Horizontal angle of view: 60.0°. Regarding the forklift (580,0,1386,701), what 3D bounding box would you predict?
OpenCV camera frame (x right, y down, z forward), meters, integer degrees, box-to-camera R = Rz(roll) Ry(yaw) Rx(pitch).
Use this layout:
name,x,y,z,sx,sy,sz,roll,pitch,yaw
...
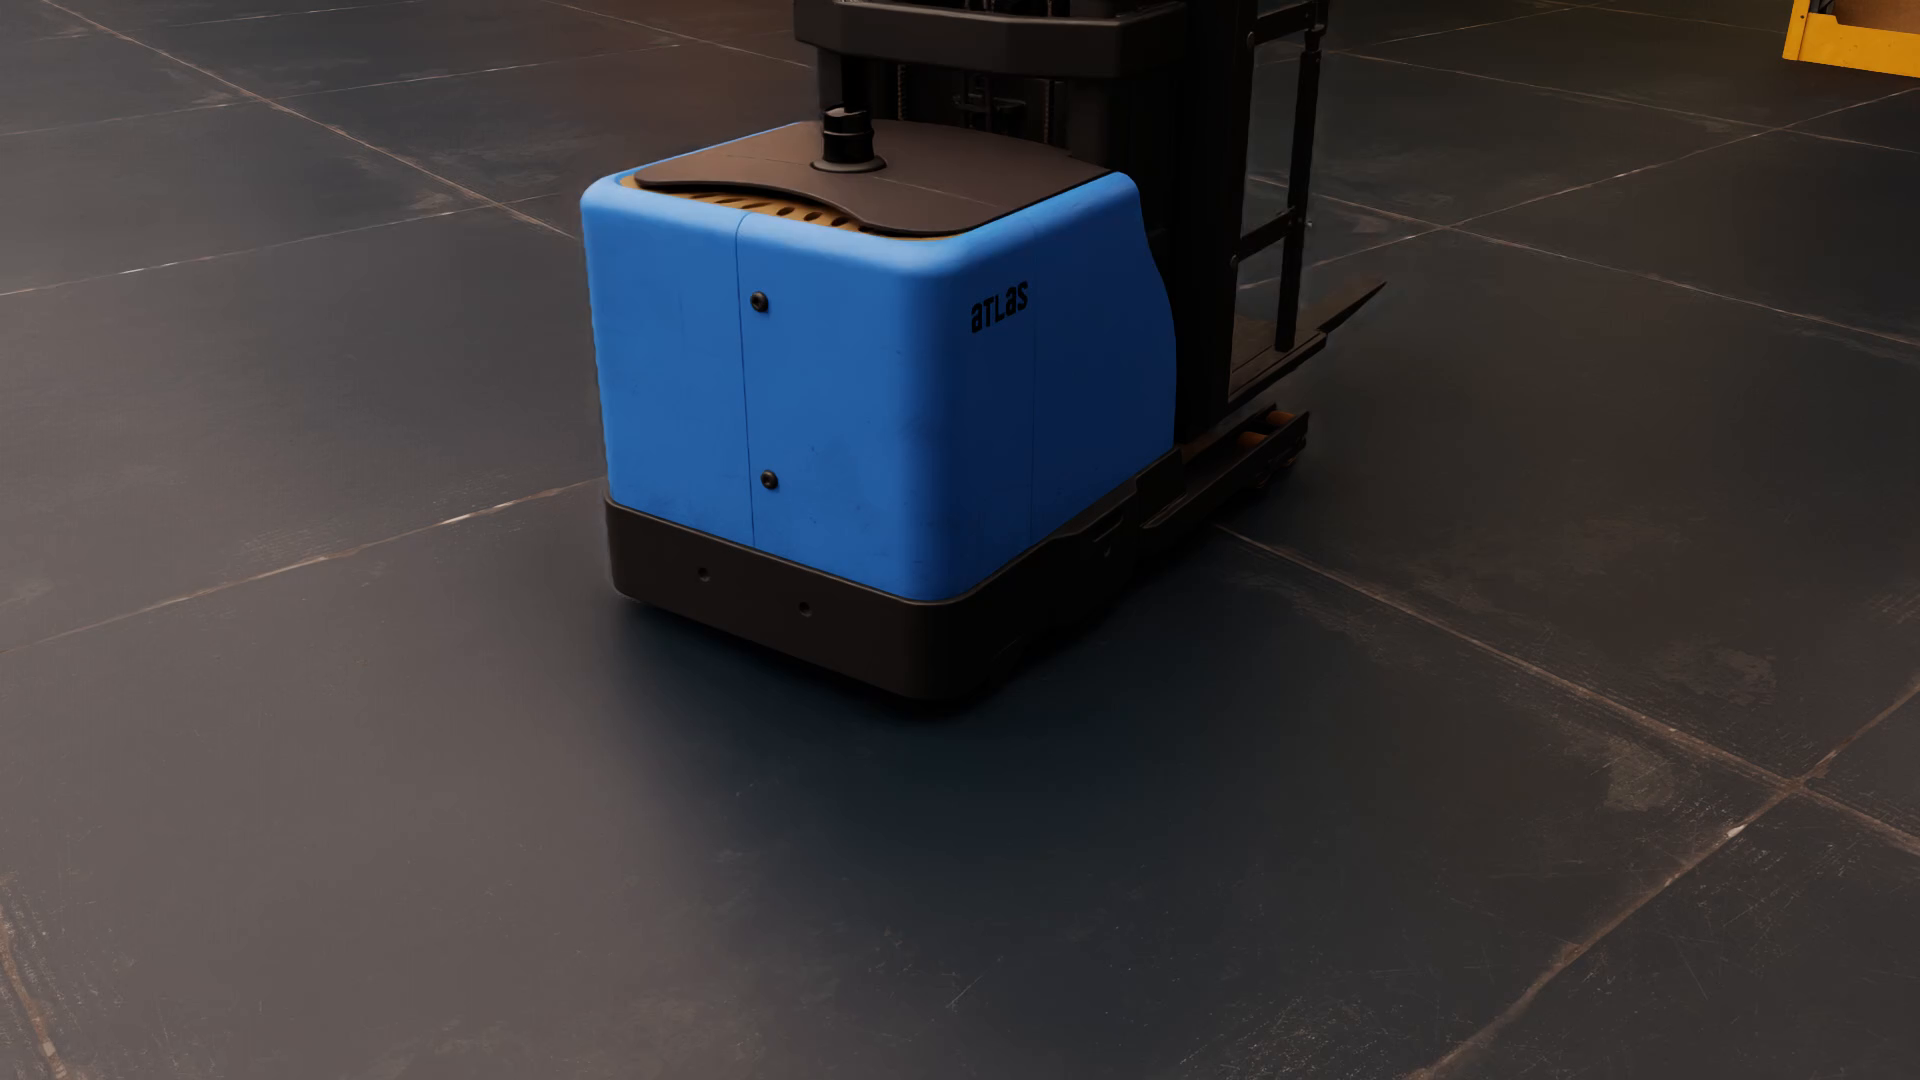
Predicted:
name,x,y,z,sx,sy,sz,roll,pitch,yaw
forklift,0.378,-1.566,4.359,1.130,2.935,3.031,17,31,30
